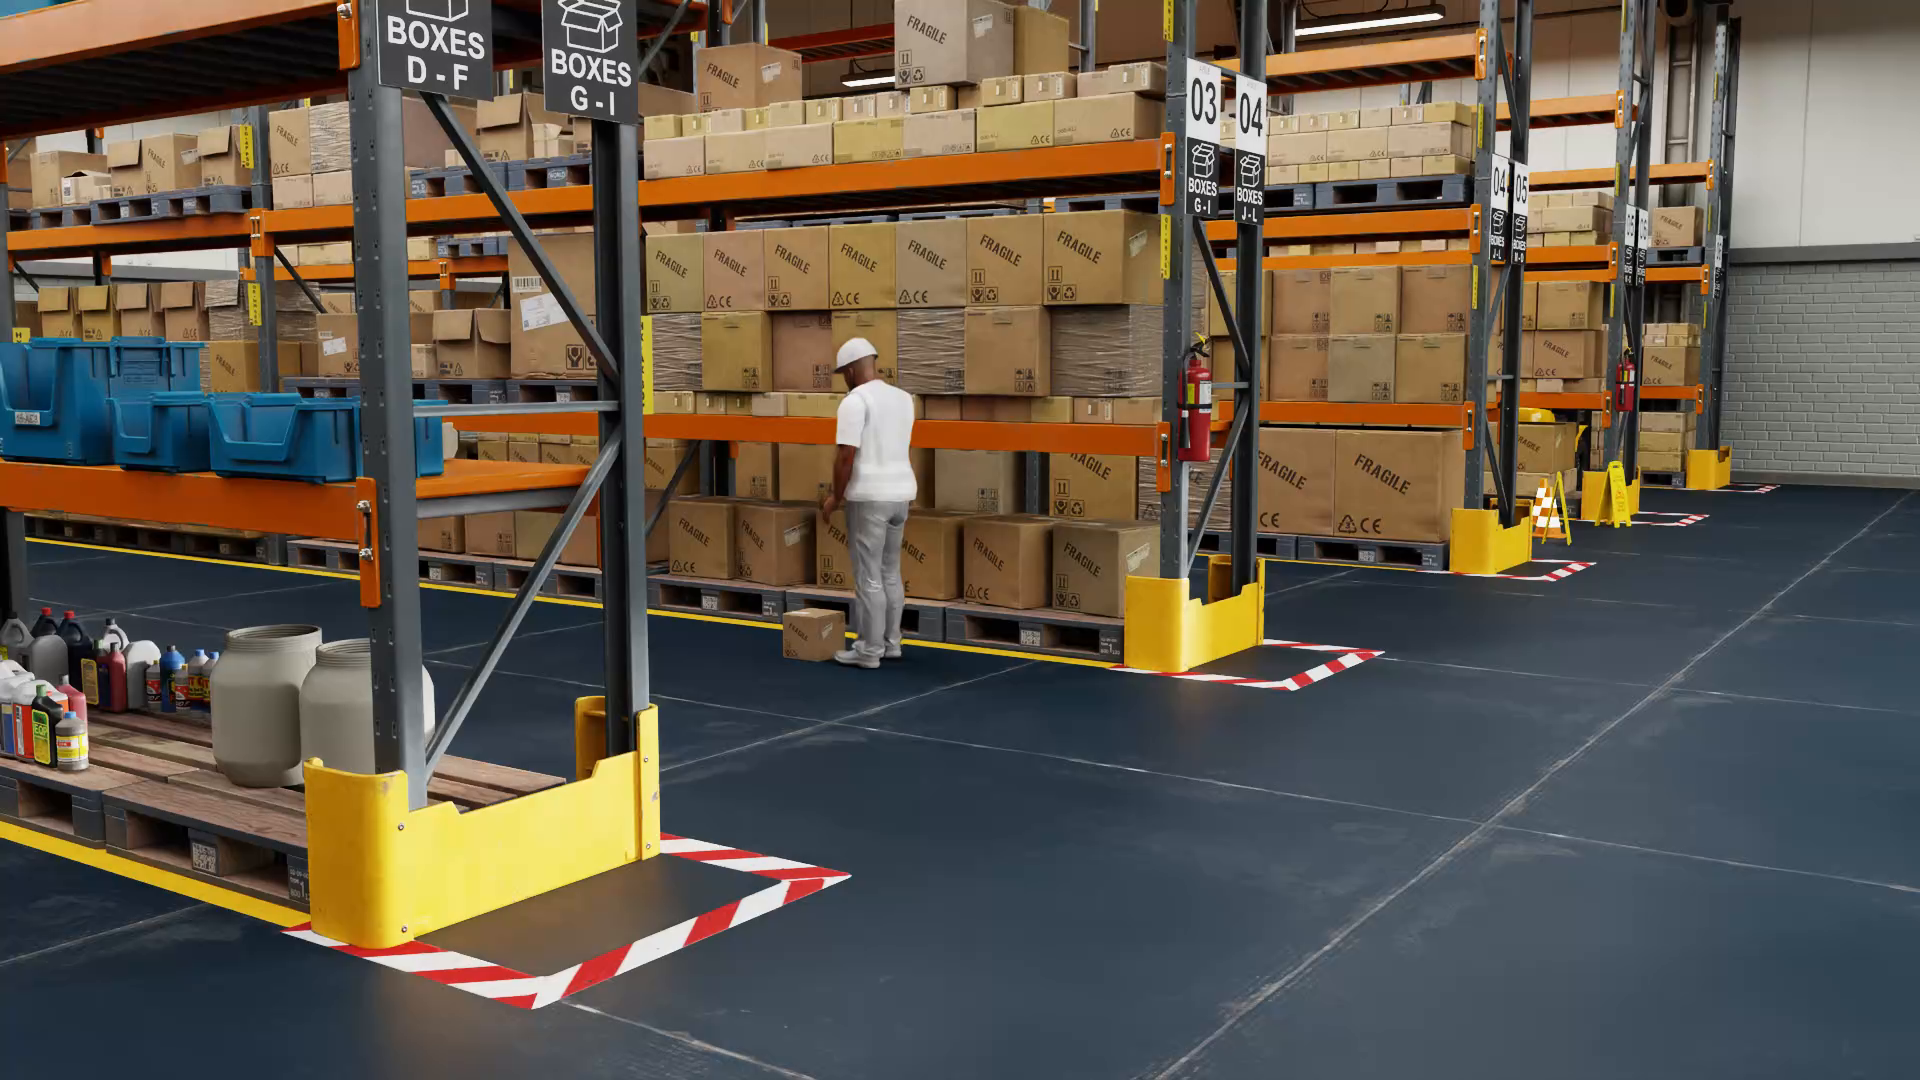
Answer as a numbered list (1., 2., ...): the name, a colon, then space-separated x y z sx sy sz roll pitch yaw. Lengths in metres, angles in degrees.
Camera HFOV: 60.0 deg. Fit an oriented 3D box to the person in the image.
1. person: -0.497 -0.193 9.001 0.511 1.792 0.597 5 8 36
